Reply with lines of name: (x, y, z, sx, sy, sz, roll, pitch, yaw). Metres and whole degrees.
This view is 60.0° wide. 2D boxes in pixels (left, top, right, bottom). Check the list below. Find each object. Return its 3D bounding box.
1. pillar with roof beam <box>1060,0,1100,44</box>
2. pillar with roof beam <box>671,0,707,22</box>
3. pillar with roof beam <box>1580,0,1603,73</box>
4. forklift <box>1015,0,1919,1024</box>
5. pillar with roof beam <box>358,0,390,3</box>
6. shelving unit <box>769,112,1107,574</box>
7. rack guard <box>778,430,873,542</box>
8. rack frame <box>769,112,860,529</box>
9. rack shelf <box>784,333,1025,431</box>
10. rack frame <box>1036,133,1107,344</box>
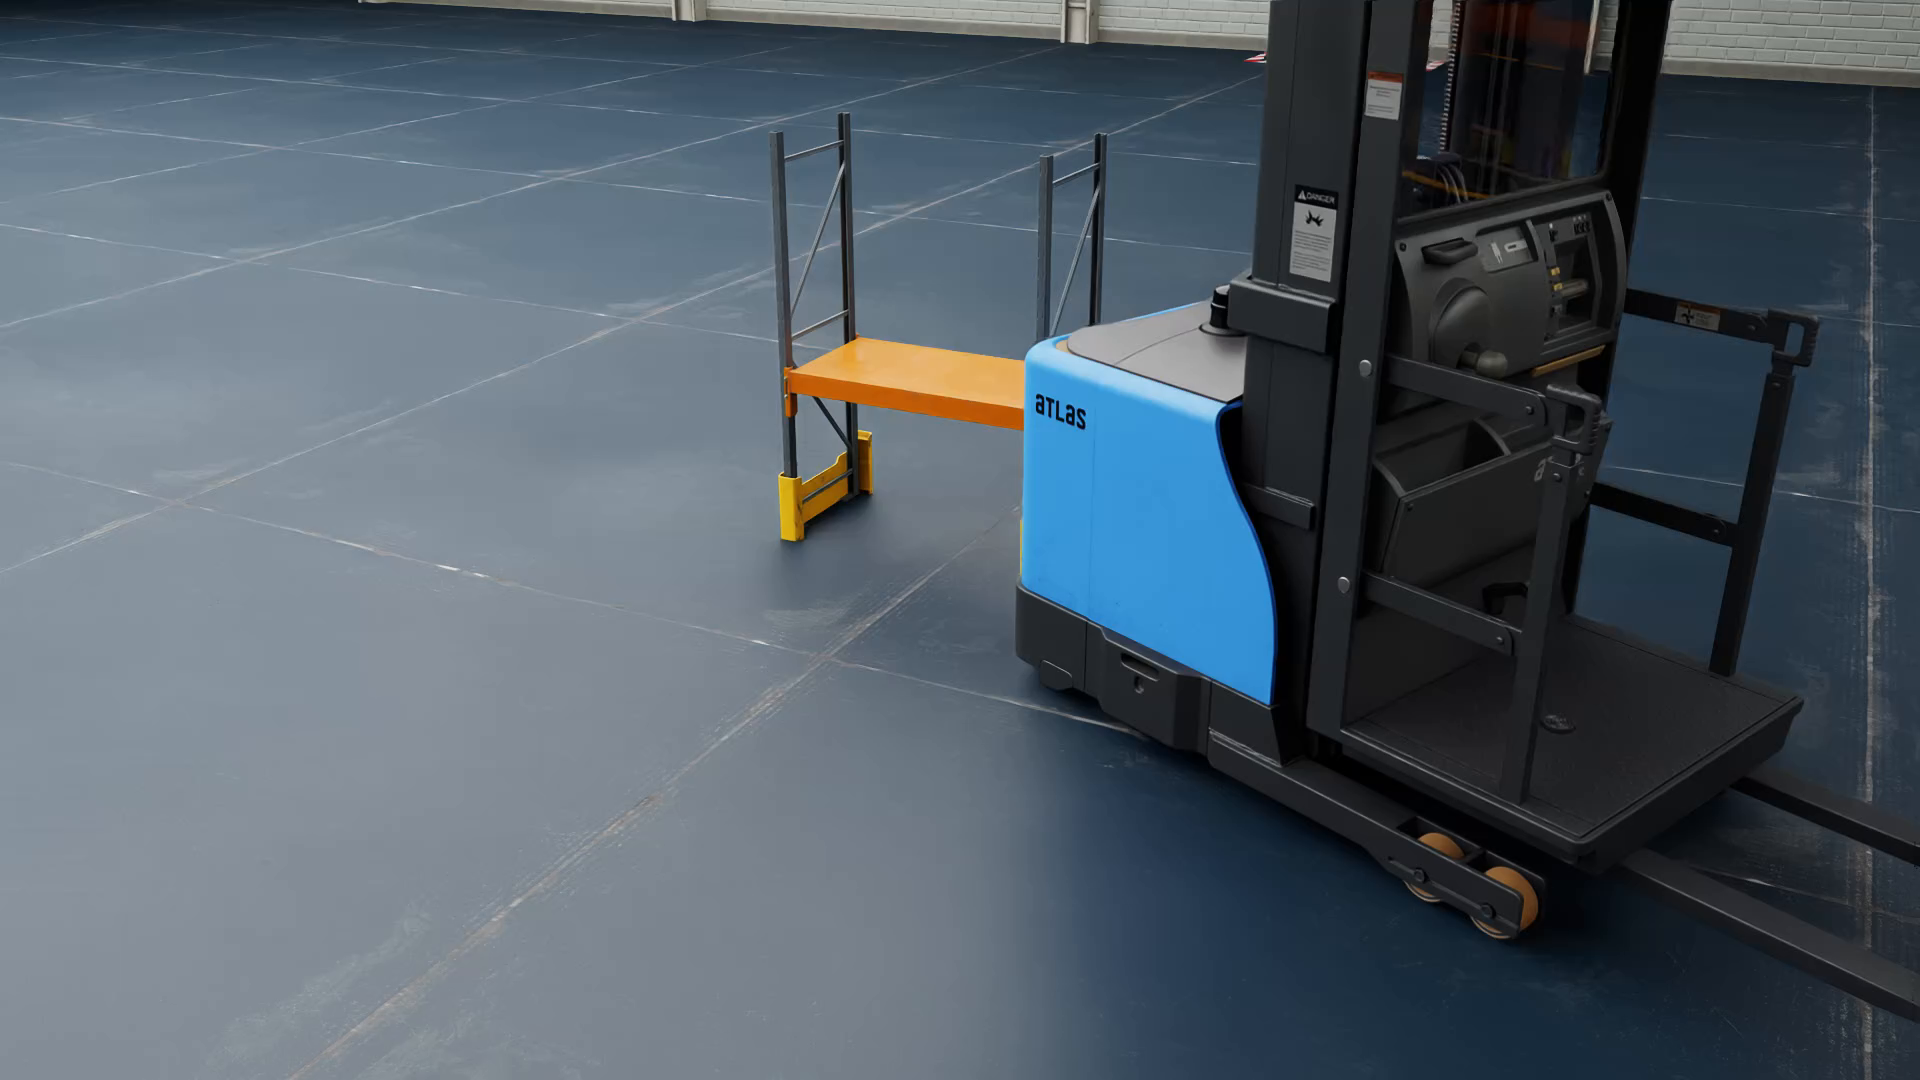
pillar with roof beam: (-0.425, -8.969, 15.842, 0.400, 9.000, 9.100, 11, 25, 25)
pillar with roof beam: (-5.779, -10.029, 18.333, 0.400, 9.000, 9.100, 11, 25, 25)
pillar with roof beam: (4.930, -7.910, 13.351, 0.400, 9.000, 9.100, 11, 25, 25)
forklift: (1.505, -0.614, 3.950, 1.130, 2.935, 3.031, -18, 29, -36)
pillar with roof beam: (-11.134, -11.088, 20.824, 0.400, 9.000, 9.100, 11, 25, 25)
shelving unit: (-0.068, -0.704, 5.988, 1.083, 1.500, 0.587, 11, 25, 25)
rack guard: (-0.512, -0.216, 6.440, 0.087, 0.250, 0.587, 11, 25, 25)
rack frame: (-0.530, -0.795, 6.203, 0.032, 1.500, 0.500, 11, 25, 25)
rack shelf: (-0.076, -0.540, 6.062, 1.000, 0.185, 0.538, 11, 25, 25)
rack frame: (0.378, -0.615, 5.781, 0.032, 1.500, 0.500, 11, 25, 25)
